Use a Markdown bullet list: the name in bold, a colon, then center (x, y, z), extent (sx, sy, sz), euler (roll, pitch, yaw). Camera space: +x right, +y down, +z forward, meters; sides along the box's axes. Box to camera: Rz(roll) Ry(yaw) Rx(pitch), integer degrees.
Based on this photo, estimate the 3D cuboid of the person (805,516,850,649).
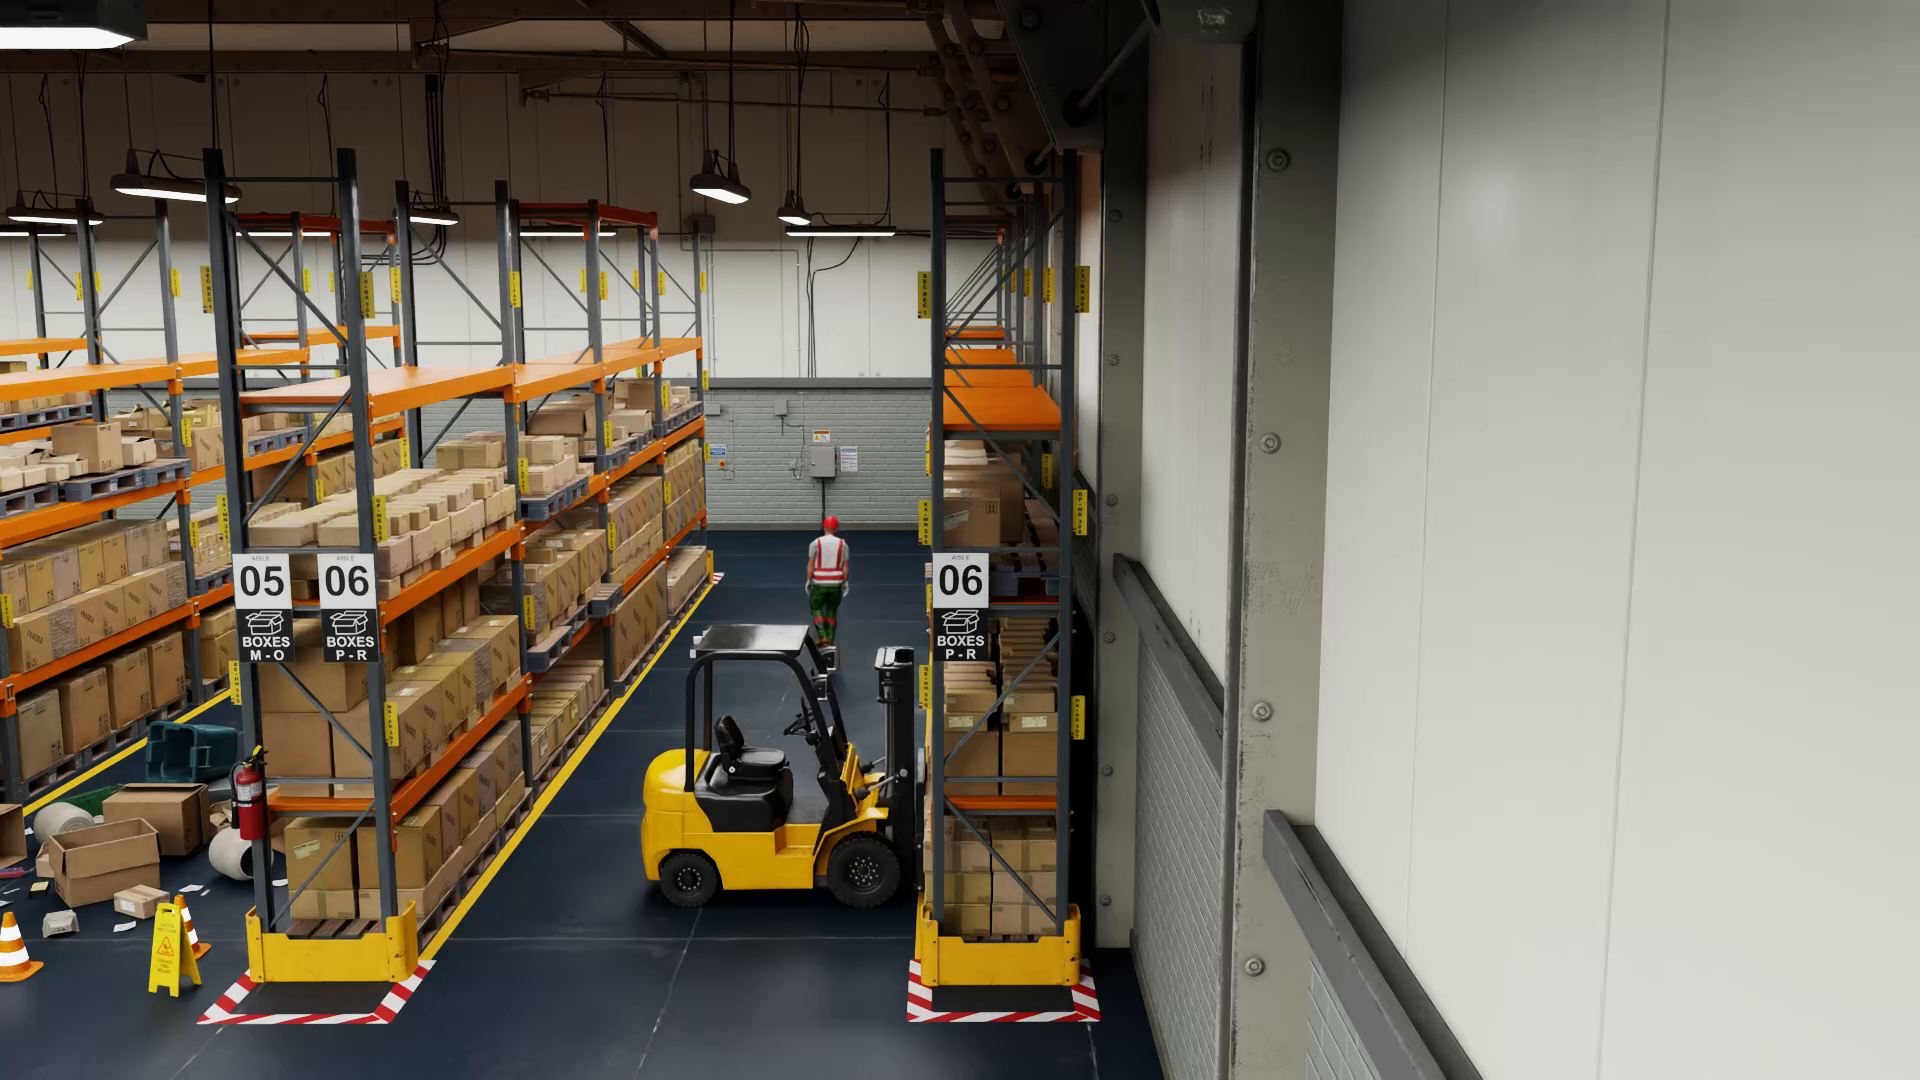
- **person**: center (-1.740, 0.565, 21.860), extent (0.590, 1.736, 0.535), euler (-2, 9, -11)
